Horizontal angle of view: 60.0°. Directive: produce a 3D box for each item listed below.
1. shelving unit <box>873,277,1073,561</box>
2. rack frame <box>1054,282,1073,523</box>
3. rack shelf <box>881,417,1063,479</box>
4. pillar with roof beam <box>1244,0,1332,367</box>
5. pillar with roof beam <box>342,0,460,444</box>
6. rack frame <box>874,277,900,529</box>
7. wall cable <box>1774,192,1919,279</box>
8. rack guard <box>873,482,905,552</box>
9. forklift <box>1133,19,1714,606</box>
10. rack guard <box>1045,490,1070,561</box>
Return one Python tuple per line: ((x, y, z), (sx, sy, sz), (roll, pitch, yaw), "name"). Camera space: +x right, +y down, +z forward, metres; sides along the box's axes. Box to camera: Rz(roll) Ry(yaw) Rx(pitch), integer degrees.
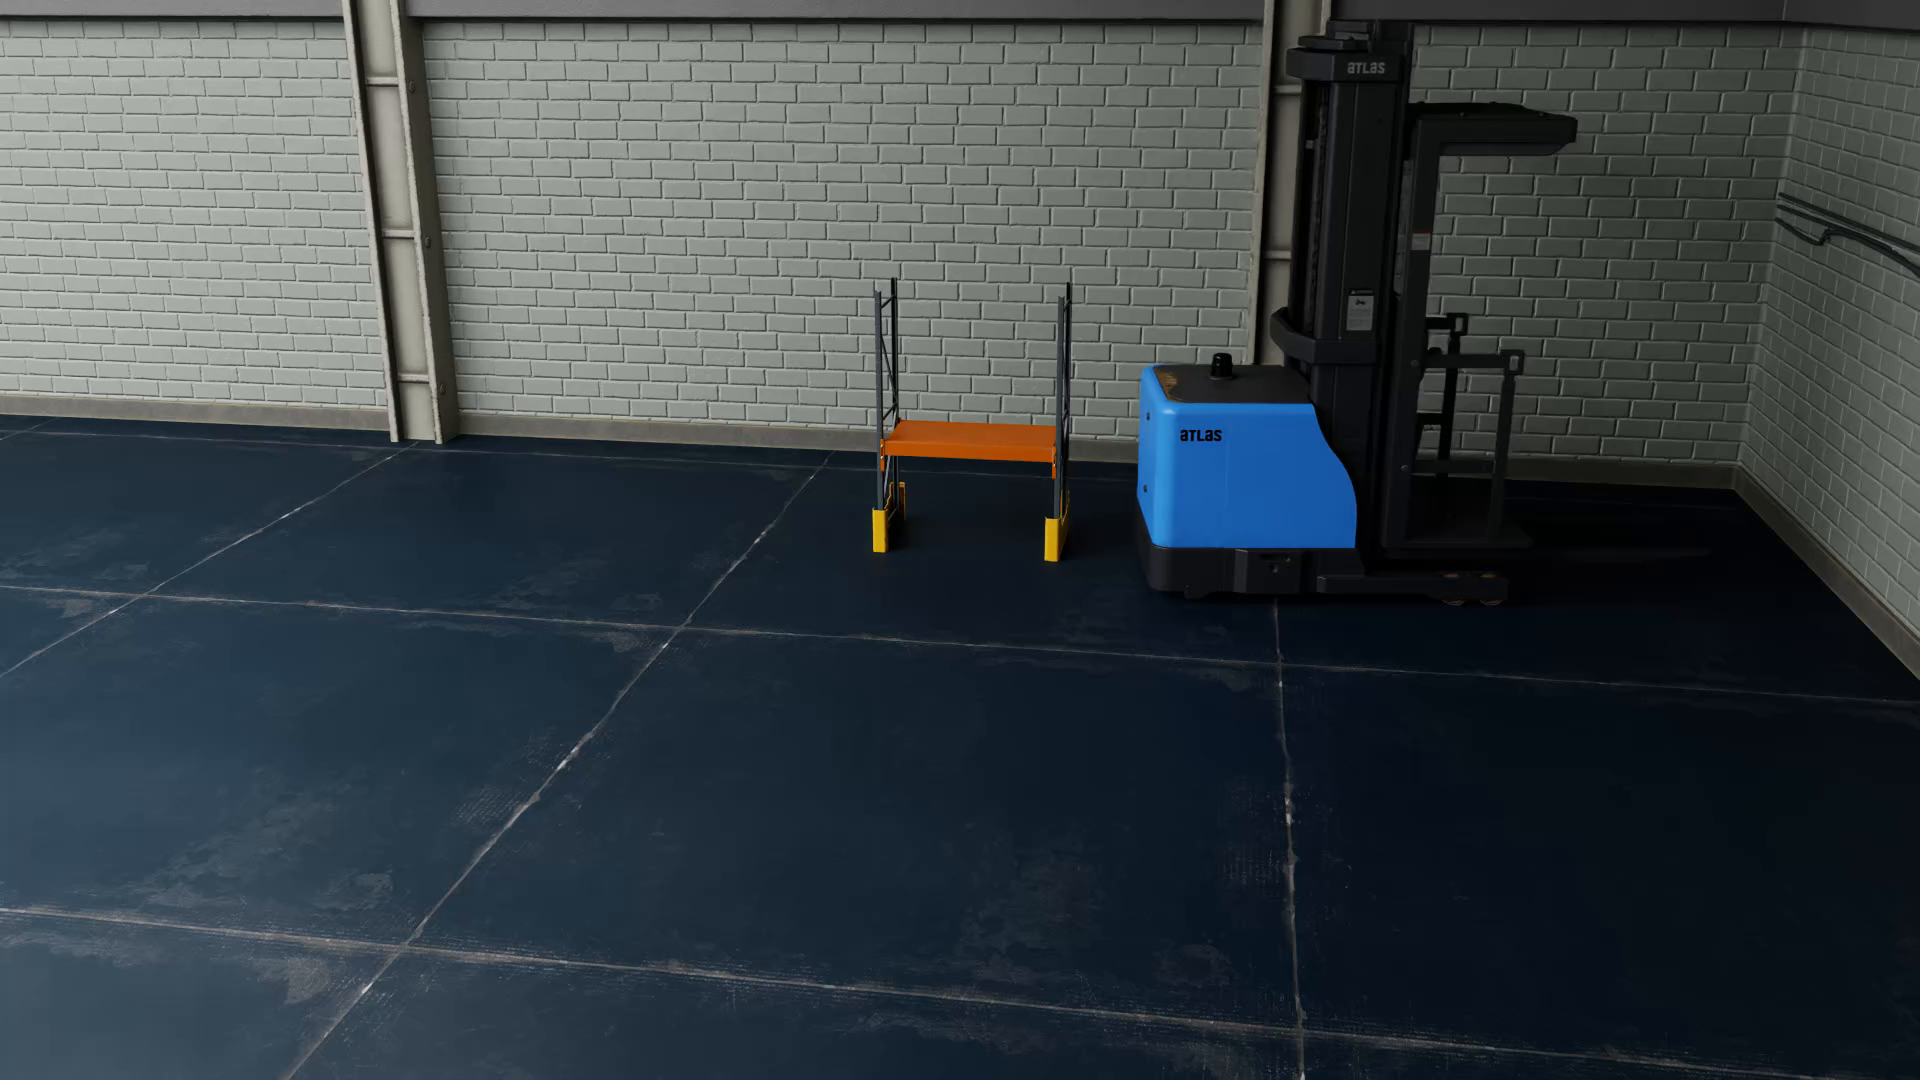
((0.075, -0.707, 9.554), (1.083, 1.500, 0.587), (3, 19, 9), "shelving unit")
((0.586, -0.681, 9.476), (0.032, 1.500, 0.500), (3, 19, 9), "rack frame")
((0.084, -0.536, 9.609), (1.000, 0.185, 0.538), (3, 19, 9), "rack shelf")
((1.383, -3.361, 5.665), (0.400, 9.000, 9.100), (3, 19, 9), "pillar with roof beam")
((-4.541, -3.663, 6.567), (0.400, 9.000, 9.100), (3, 19, 9), "pillar with roof beam")
((-0.418, -0.733, 9.629), (0.032, 1.500, 0.500), (3, 19, 9), "rack frame")
((4.764, -2.674, 8.507), (0.112, 2.526, 3.097), (3, 19, 9), "wall cable")
((-0.416, -0.140, 9.827), (0.087, 0.250, 0.587), (3, 19, 9), "rack guard")
((2.520, -1.213, 8.810), (3.031, 2.935, 1.130), (0, 19, 0), "forklift")
((0.567, -0.090, 9.677), (0.087, 0.250, 0.587), (3, 19, 9), "rack guard")
